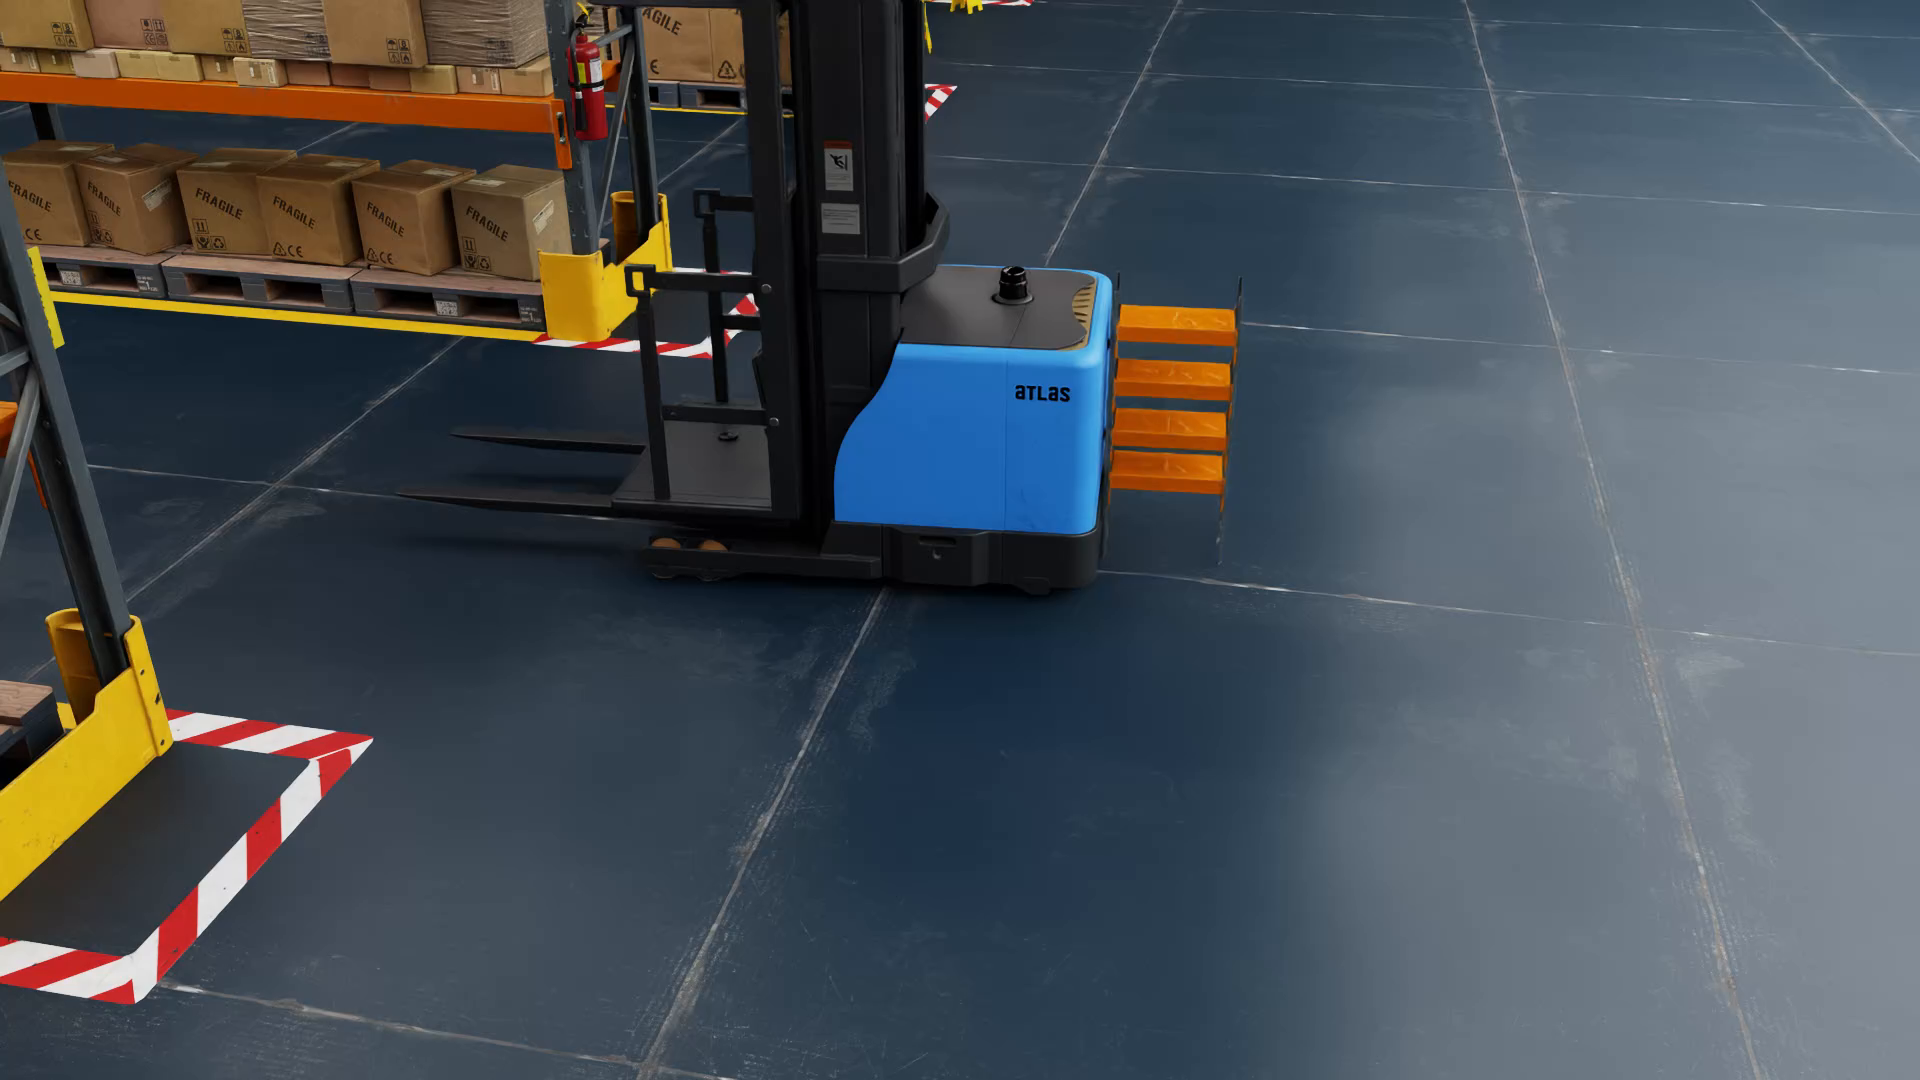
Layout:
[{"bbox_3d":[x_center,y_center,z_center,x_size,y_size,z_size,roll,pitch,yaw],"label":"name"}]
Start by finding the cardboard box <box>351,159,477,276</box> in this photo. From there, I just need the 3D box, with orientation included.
[{"bbox_3d":[-3.163,-1.896,9.755,0.500,0.500,0.500,14,32,24],"label":"cardboard box"}]

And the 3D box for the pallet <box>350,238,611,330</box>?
[{"bbox_3d":[-2.826,-1.577,9.910,1.213,0.211,1.003,6,29,11],"label":"pallet"}]

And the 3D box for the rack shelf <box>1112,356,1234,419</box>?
[{"bbox_3d":[0.873,-0.629,6.823,0.480,0.148,0.258,3,29,6],"label":"rack shelf"}]

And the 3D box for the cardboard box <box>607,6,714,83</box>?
[{"bbox_3d":[-2.368,-4.390,13.920,0.875,0.875,0.875,5,29,10],"label":"cardboard box"}]

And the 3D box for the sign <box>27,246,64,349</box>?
[{"bbox_3d":[-2.880,-0.747,5.203,0.005,0.325,0.100,6,29,11],"label":"sign"}]

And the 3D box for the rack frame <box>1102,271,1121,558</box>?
[{"bbox_3d":[0.630,-0.506,6.925,0.015,1.200,0.240,3,29,6],"label":"rack frame"}]

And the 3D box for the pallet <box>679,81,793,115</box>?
[{"bbox_3d":[-1.628,-3.833,14.032,1.213,0.211,1.003,6,29,11],"label":"pallet"}]

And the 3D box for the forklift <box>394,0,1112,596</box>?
[{"bbox_3d":[-2.195,-5.760,14.719,7.886,2.935,18.991,3,29,6],"label":"forklift"}]

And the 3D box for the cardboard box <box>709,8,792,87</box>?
[{"bbox_3d":[-1.507,-4.302,13.760,0.875,0.875,0.875,6,29,11],"label":"cardboard box"}]

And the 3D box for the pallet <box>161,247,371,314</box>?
[{"bbox_3d":[-4.015,-1.700,10.135,1.213,0.211,1.003,6,29,11],"label":"pallet"}]

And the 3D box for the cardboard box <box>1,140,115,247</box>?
[{"bbox_3d":[-5.493,-2.124,10.172,0.500,0.500,0.500,5,29,9],"label":"cardboard box"}]

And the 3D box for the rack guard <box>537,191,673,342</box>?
[{"bbox_3d":[-2.039,-1.605,9.661,0.348,0.500,1.175,6,29,11],"label":"rack guard"}]

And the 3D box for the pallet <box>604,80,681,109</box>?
[{"bbox_3d":[-2.818,-3.957,14.258,1.213,0.211,1.003,6,29,11],"label":"pallet"}]

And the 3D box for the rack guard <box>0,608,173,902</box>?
[{"bbox_3d":[-3.083,0.743,5.372,0.348,0.500,1.175,6,29,11],"label":"rack guard"}]

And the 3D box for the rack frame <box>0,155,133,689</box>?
[{"bbox_3d":[-2.999,-0.368,4.798,0.127,3.000,1.000,6,29,11],"label":"rack frame"}]

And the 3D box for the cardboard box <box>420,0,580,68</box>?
[{"bbox_3d":[-2.497,-2.936,9.076,0.500,0.500,0.875,6,29,11],"label":"cardboard box"}]

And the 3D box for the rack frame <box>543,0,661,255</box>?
[{"bbox_3d":[-1.964,-2.694,9.047,0.127,3.000,1.000,6,29,11],"label":"rack frame"}]

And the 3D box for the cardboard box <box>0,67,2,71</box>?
[{"bbox_3d":[-5.487,-2.791,9.486,0.250,0.149,0.380,6,29,11],"label":"cardboard box"}]

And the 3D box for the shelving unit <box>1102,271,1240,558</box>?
[{"bbox_3d":[0.870,-0.492,6.899,0.499,1.200,0.258,3,29,6],"label":"shelving unit"}]

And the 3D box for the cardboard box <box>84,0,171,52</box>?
[{"bbox_3d":[-4.457,-3.126,9.422,0.500,0.500,0.875,6,29,11],"label":"cardboard box"}]

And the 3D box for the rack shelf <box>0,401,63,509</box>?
[{"bbox_3d":[-4.955,-0.253,5.338,4.000,0.370,1.077,6,29,11],"label":"rack shelf"}]

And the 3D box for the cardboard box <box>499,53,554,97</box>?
[{"bbox_3d":[-2.286,-2.515,8.983,0.250,0.149,0.380,6,29,11],"label":"cardboard box"}]

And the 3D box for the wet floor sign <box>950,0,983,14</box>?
[{"bbox_3d":[0.067,-5.794,17.161,0.232,0.644,0.267,17,33,28],"label":"wet floor sign"}]

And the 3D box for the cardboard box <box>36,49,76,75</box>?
[{"bbox_3d":[-4.990,-2.758,9.426,0.250,0.149,0.380,6,29,11],"label":"cardboard box"}]

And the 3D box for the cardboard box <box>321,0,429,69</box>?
[{"bbox_3d":[-3.011,-2.930,9.065,0.500,0.500,0.875,6,29,11],"label":"cardboard box"}]

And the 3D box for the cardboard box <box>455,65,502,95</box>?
[{"bbox_3d":[-2.531,-2.541,9.029,0.250,0.149,0.380,6,29,11],"label":"cardboard box"}]

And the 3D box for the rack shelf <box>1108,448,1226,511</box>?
[{"bbox_3d":[0.872,-0.258,7.026,0.480,0.148,0.258,3,29,6],"label":"rack shelf"}]

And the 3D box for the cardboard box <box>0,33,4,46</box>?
[{"bbox_3d":[-5.449,-3.195,9.549,0.500,0.500,0.875,6,29,11],"label":"cardboard box"}]

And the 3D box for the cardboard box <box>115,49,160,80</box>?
[{"bbox_3d":[-4.501,-2.708,9.335,0.250,0.149,0.380,6,29,11],"label":"cardboard box"}]

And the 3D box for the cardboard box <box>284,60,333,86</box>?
[{"bbox_3d":[-3.512,-2.633,9.198,0.250,0.149,0.380,6,29,11],"label":"cardboard box"}]

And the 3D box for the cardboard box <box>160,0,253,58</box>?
[{"bbox_3d":[-3.977,-3.056,9.295,0.500,0.500,0.875,6,29,11],"label":"cardboard box"}]

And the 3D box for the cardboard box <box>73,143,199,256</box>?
[{"bbox_3d":[-4.932,-2.070,10.073,0.500,0.500,0.500,16,32,26],"label":"cardboard box"}]

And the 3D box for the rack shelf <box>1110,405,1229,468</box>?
[{"bbox_3d":[0.873,-0.433,6.931,0.480,0.148,0.258,3,29,6],"label":"rack shelf"}]

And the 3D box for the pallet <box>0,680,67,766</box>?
[{"bbox_3d":[-3.876,0.786,5.595,1.213,0.211,1.003,6,29,11],"label":"pallet"}]

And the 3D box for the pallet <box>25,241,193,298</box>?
[{"bbox_3d":[-5.212,-1.821,10.357,1.213,0.211,1.003,6,29,11],"label":"pallet"}]

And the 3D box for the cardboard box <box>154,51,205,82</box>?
[{"bbox_3d":[-4.259,-2.678,9.279,0.250,0.149,0.380,6,29,11],"label":"cardboard box"}]

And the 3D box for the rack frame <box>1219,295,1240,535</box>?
[{"bbox_3d":[1.115,-0.478,6.873,0.006,1.046,0.228,3,29,6],"label":"rack frame"}]

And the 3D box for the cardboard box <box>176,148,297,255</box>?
[{"bbox_3d":[-4.308,-2.045,10.027,0.500,0.500,0.500,3,29,6],"label":"cardboard box"}]

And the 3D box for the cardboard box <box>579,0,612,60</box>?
[{"bbox_3d":[-3.259,-4.482,14.088,0.875,0.875,0.875,6,29,11],"label":"cardboard box"}]

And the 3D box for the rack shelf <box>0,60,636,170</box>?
[{"bbox_3d":[-3.920,-2.579,9.586,4.000,0.370,1.077,6,29,11],"label":"rack shelf"}]

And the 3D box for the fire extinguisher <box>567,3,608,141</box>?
[{"bbox_3d":[-1.949,-2.432,8.649,0.183,0.674,0.296,6,29,11],"label":"fire extinguisher"}]

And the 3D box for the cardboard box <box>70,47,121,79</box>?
[{"bbox_3d":[-4.754,-2.714,9.345,0.250,0.149,0.380,6,29,11],"label":"cardboard box"}]

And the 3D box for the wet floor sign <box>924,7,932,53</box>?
[{"bbox_3d":[-0.388,-4.907,15.542,0.232,0.644,0.267,1,29,2],"label":"wet floor sign"}]

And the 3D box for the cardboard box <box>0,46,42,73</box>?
[{"bbox_3d":[-5.237,-2.779,9.464,0.250,0.149,0.380,6,29,11],"label":"cardboard box"}]

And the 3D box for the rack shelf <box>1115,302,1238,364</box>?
[{"bbox_3d":[0.873,-0.836,6.710,0.480,0.148,0.258,3,29,6],"label":"rack shelf"}]

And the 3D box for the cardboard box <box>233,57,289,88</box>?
[{"bbox_3d":[-3.775,-2.617,9.167,0.250,0.149,0.380,6,29,11],"label":"cardboard box"}]

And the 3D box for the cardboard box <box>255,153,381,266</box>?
[{"bbox_3d":[-3.772,-1.968,9.886,0.500,0.500,0.500,9,30,15],"label":"cardboard box"}]

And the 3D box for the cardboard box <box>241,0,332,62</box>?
[{"bbox_3d":[-3.491,-3.001,9.193,0.500,0.500,0.875,6,29,11],"label":"cardboard box"}]

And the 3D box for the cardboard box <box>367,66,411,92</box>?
[{"bbox_3d":[-3.027,-2.574,9.090,0.250,0.149,0.380,6,29,11],"label":"cardboard box"}]
